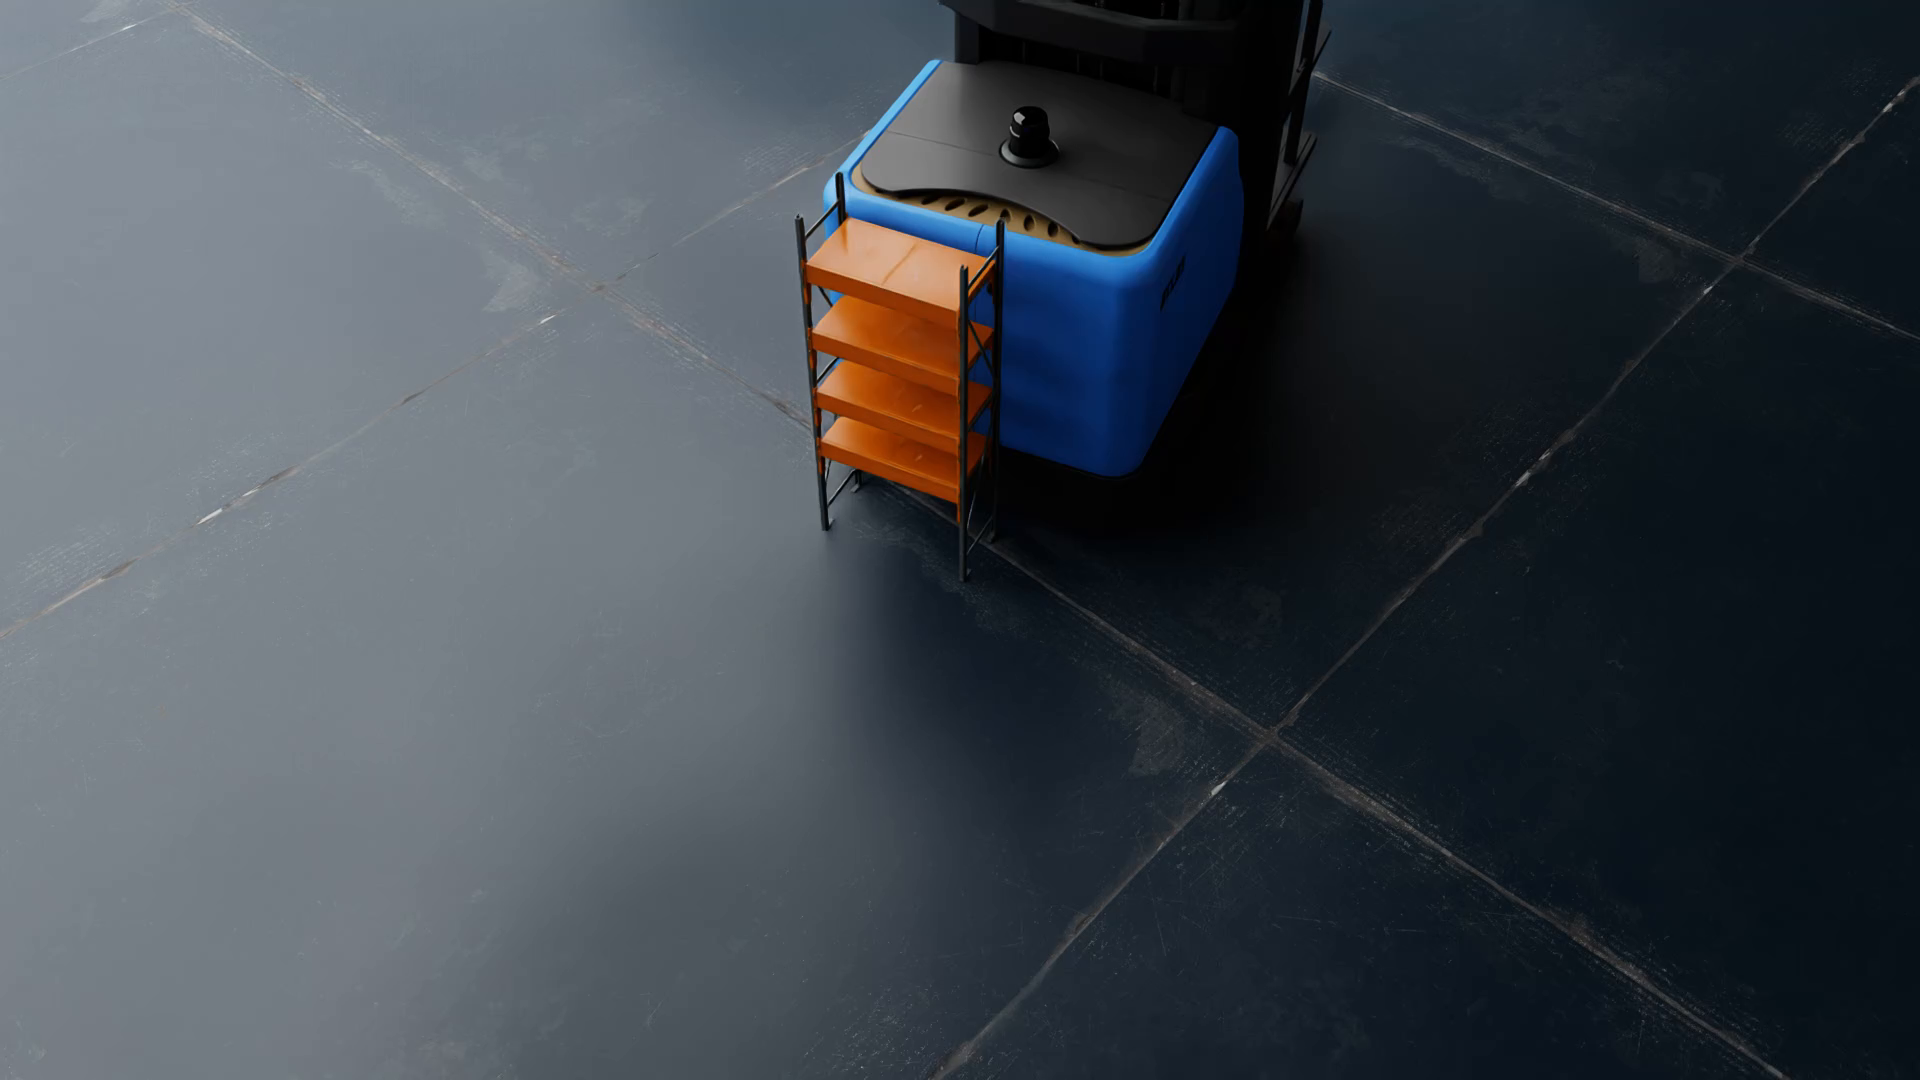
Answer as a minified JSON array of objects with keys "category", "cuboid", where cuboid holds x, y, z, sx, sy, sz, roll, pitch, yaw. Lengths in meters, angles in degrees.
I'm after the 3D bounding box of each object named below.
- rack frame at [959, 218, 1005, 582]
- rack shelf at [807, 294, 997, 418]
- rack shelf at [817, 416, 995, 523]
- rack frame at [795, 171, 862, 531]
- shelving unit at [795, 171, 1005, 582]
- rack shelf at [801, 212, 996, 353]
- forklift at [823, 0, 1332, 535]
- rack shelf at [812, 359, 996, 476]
[{"category":"rack frame","cuboid":[0.058,-0.361,4.766,0.015,1.200,0.240,20,50,18]},{"category":"rack shelf","cuboid":[-0.160,-0.547,4.726,0.480,0.148,0.258,20,50,18]},{"category":"rack shelf","cuboid":[-0.160,-0.258,5.034,0.480,0.148,0.258,20,50,18]},{"category":"rack frame","cuboid":[-0.379,-0.519,4.914,0.015,1.200,0.240,20,50,18]},{"category":"shelving unit","cuboid":[-0.160,-0.440,4.840,0.503,1.200,0.258,20,50,18]},{"category":"rack shelf","cuboid":[-0.160,-0.709,4.553,0.480,0.148,0.258,20,50,18]},{"category":"forklift","cuboid":[0.644,-2.109,5.219,1.130,2.935,3.031,18,49,16]},{"category":"rack shelf","cuboid":[-0.160,-0.394,4.889,0.480,0.148,0.258,20,50,18]}]
